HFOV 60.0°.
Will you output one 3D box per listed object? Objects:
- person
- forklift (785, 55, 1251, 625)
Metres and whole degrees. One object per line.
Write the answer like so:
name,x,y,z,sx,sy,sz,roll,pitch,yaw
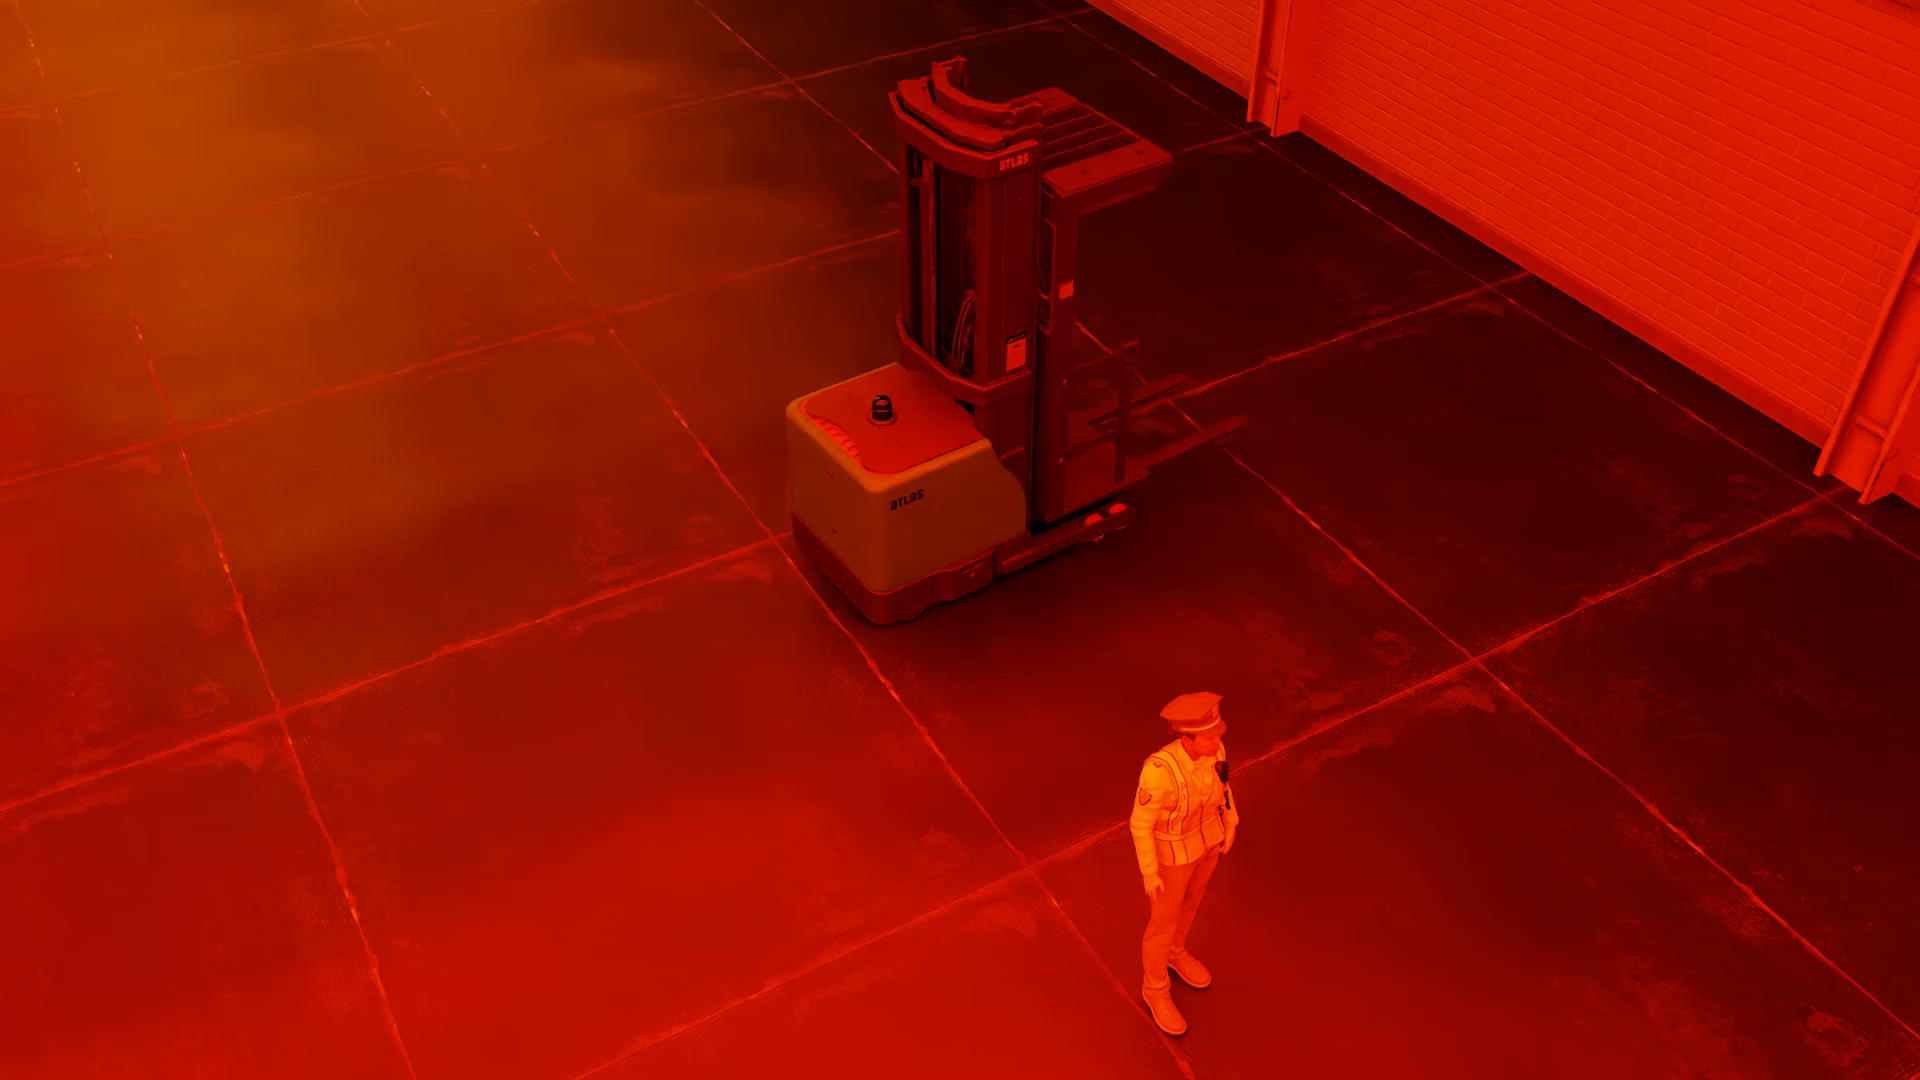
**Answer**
person,1.033,1.384,7.325,0.587,1.694,0.530,-27,47,-29
forklift,0.478,-1.377,9.696,3.031,2.935,1.130,-24,45,-26
